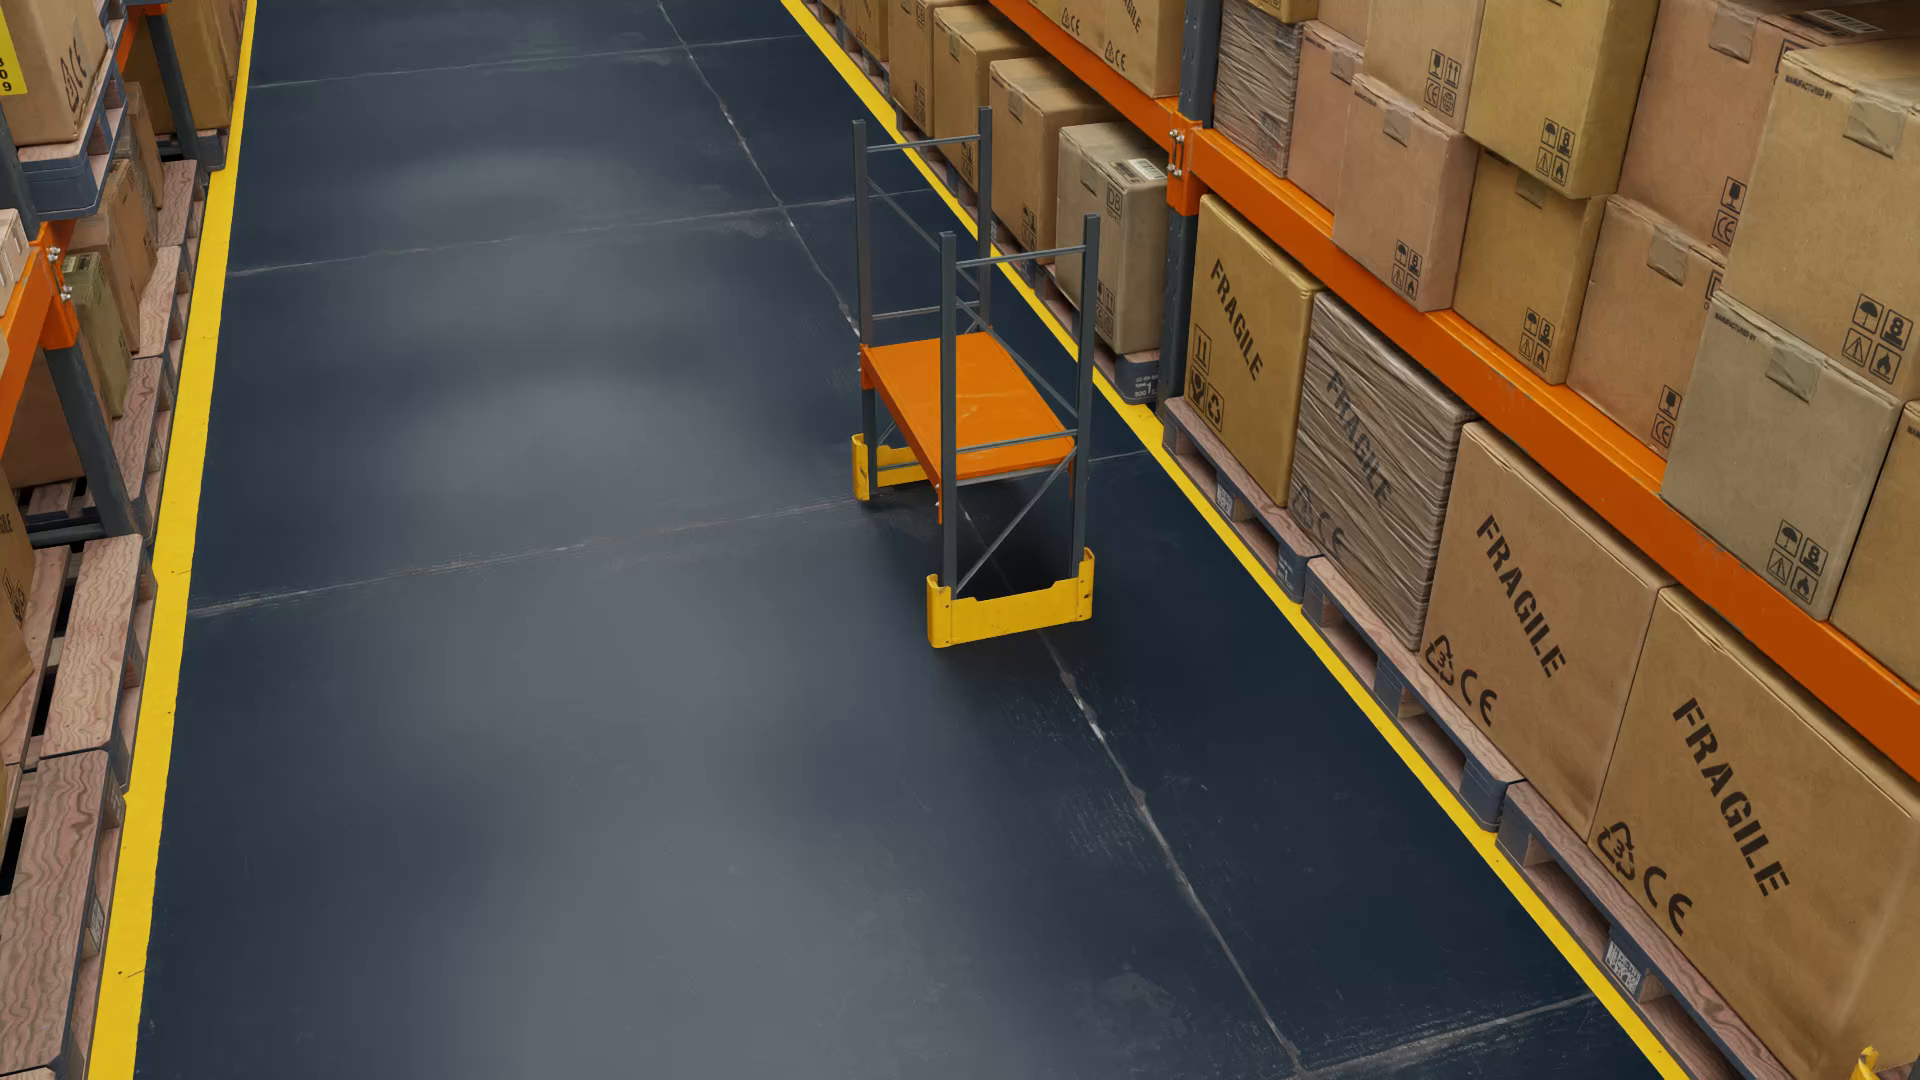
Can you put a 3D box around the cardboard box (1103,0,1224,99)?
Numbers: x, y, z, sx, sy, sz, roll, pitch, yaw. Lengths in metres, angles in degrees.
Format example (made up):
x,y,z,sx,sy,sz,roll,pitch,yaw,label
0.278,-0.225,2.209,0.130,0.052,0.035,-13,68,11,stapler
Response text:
x,y,z,sx,sy,sz,roll,pitch,yaw,label
0.906,-2.100,6.617,0.500,0.500,0.500,-10,35,-15,cardboard box

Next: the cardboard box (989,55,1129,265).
x,y,z,sx,sy,sz,roll,pitch,yaw,label
0.754,-1.884,8.040,1.050,0.750,0.750,-10,35,-15,cardboard box

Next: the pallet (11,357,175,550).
x,y,z,sx,sy,sz,roll,pitch,yaw,label
-3.673,-0.294,6.503,1.003,0.211,1.213,-10,35,-15,pallet

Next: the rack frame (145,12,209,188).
x,y,z,sx,sy,sz,roll,pitch,yaw,label
-4.655,-3.149,8.294,1.000,3.000,0.127,-10,35,-15,rack frame

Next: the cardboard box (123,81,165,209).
x,y,z,sx,sy,sz,roll,pitch,yaw,label
-4.431,-1.941,8.335,0.700,0.500,0.500,-12,35,-17,cardboard box

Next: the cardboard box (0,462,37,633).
x,y,z,sx,sy,sz,roll,pitch,yaw,label
-3.351,0.036,5.361,0.500,0.500,0.500,-11,35,-16,cardboard box

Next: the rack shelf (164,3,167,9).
x,y,z,sx,sy,sz,roll,pitch,yaw,label
-5.265,-3.899,10.082,1.077,0.370,4.000,-10,35,-15,rack shelf

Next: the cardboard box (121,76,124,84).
x,y,z,sx,sy,sz,roll,pitch,yaw,label
-4.422,-2.255,8.131,0.500,0.250,0.500,-9,34,-13,cardboard box

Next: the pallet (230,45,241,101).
x,y,z,sx,sy,sz,roll,pitch,yaw,label
-5.192,-3.051,10.676,1.003,0.211,1.213,-10,35,-15,pallet

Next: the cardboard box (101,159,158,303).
x,y,z,sx,sy,sz,roll,pitch,yaw,label
-4.070,-1.355,7.449,0.700,0.500,0.500,-7,34,-11,cardboard box

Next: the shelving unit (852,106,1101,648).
x,y,z,sx,sy,sz,roll,pitch,yaw,label
0.023,-0.586,5.776,0.587,1.500,1.083,-10,35,-15,shelving unit

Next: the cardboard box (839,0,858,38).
x,y,z,sx,sy,sz,roll,pitch,yaw,label
-0.505,-3.637,10.919,0.500,0.500,0.500,-9,34,-13,cardboard box

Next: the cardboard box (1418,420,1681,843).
x,y,z,sx,sy,sz,roll,pitch,yaw,label
2.000,0.175,4.810,0.875,0.875,0.875,-11,35,-15,cardboard box

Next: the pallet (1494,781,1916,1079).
x,y,z,sx,sy,sz,roll,pitch,yaw,label
2.222,1.027,4.504,1.003,0.211,1.213,-10,35,-15,pallet

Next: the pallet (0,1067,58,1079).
x,y,z,sx,sy,sz,roll,pitch,yaw,label
-2.452,1.743,3.421,1.003,0.211,1.213,-10,35,-15,pallet

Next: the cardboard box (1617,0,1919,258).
x,y,z,sx,sy,sz,roll,pitch,yaw,label
2.167,-1.034,3.978,0.875,0.550,0.550,-10,35,-15,cardboard box

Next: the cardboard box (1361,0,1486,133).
x,y,z,sx,sy,sz,roll,pitch,yaw,label
1.712,-1.567,4.786,0.875,0.550,0.550,-10,35,-15,cardboard box

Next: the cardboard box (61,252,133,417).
x,y,z,sx,sy,sz,roll,pitch,yaw,label
-3.729,-0.769,6.561,0.700,0.500,0.500,-10,35,-15,cardboard box

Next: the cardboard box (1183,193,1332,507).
x,y,z,sx,sy,sz,roll,pitch,yaw,label
1.445,-0.776,6.250,0.875,0.875,0.875,-9,35,-14,cardboard box

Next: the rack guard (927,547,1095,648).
x,y,z,sx,sy,sz,roll,pitch,yaw,label
0.175,0.197,5.725,0.587,0.250,0.087,-10,35,-15,rack guard

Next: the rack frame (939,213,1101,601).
x,y,z,sx,sy,sz,roll,pitch,yaw,label
0.181,-0.314,5.365,0.500,1.500,0.032,-10,35,-15,rack frame

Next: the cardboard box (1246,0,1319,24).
x,y,z,sx,sy,sz,roll,pitch,yaw,label
1.400,-2.143,5.657,0.875,0.550,0.550,-10,35,-15,cardboard box

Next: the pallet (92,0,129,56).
x,y,z,sx,sy,sz,roll,pitch,yaw,label
-4.012,-2.036,6.785,1.003,0.211,1.213,-10,35,-15,pallet

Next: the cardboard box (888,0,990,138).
x,y,z,sx,sy,sz,roll,pitch,yaw,label
0.200,-2.831,9.474,1.050,0.750,0.750,-10,35,-15,cardboard box

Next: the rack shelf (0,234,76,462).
x,y,z,sx,sy,sz,roll,pitch,yaw,label
-2.825,0.302,3.725,1.077,0.370,4.000,-10,35,-15,rack shelf

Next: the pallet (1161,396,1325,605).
x,y,z,sx,sy,sz,roll,pitch,yaw,label
1.477,-0.254,6.443,1.003,0.211,1.213,-10,35,-15,pallet

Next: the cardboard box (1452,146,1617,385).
x,y,z,sx,sy,sz,roll,pitch,yaw,label
1.943,-0.851,4.681,0.875,0.550,0.500,-10,35,-15,cardboard box

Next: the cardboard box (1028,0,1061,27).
x,y,z,sx,sy,sz,roll,pitch,yaw,label
0.598,-2.631,7.420,0.500,0.500,0.500,-10,35,-14,cardboard box

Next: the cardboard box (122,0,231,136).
x,y,z,sx,sy,sz,roll,pitch,yaw,label
-4.845,-2.803,9.318,1.225,0.875,0.875,-12,35,-17,cardboard box

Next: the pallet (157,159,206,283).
x,y,z,sx,sy,sz,roll,pitch,yaw,label
-4.418,-1.575,8.442,1.003,0.211,1.213,-10,35,-15,pallet

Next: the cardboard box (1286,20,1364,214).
x,y,z,sx,sy,sz,roll,pitch,yaw,label
1.633,-1.415,5.535,0.875,0.550,0.550,-10,35,-15,cardboard box

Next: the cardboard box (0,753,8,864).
x,y,z,sx,sy,sz,roll,pitch,yaw,label
-2.905,0.648,4.435,0.500,0.500,0.500,-13,36,-19,cardboard box

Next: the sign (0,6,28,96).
x,y,z,sx,sy,sz,roll,pitch,yaw,label
-2.920,-1.505,5.021,0.100,0.325,0.005,-10,35,-15,sign

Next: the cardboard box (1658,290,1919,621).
x,y,z,sx,sy,sz,roll,pitch,yaw,label
2.195,-0.264,3.793,0.875,0.550,0.550,-10,35,-15,cardboard box

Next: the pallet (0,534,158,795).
x,y,z,sx,sy,sz,roll,pitch,yaw,label
-3.196,0.462,5.360,1.003,0.211,1.213,-10,35,-15,pallet

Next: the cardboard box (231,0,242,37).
x,y,z,sx,sy,sz,roll,pitch,yaw,label
-5.387,-3.736,10.729,1.225,0.875,0.875,-11,35,-16,cardboard box

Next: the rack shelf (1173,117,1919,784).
x,y,z,sx,sy,sz,roll,pitch,yaw,label
1.930,-0.479,4.907,1.077,0.370,4.000,-10,35,-15,rack shelf

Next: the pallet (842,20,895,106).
x,y,z,sx,sy,sz,roll,pitch,yaw,label
-0.137,-3.177,10.866,1.003,0.211,1.213,-10,35,-15,pallet

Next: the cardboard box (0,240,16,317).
x,y,z,sx,sy,sz,roll,pitch,yaw,label
-3.022,-0.747,4.888,0.380,0.149,0.250,-10,35,-15,cardboard box

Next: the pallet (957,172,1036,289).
x,y,z,sx,sy,sz,roll,pitch,yaw,label
0.637,-1.700,8.632,1.003,0.211,1.213,-10,35,-15,pallet
